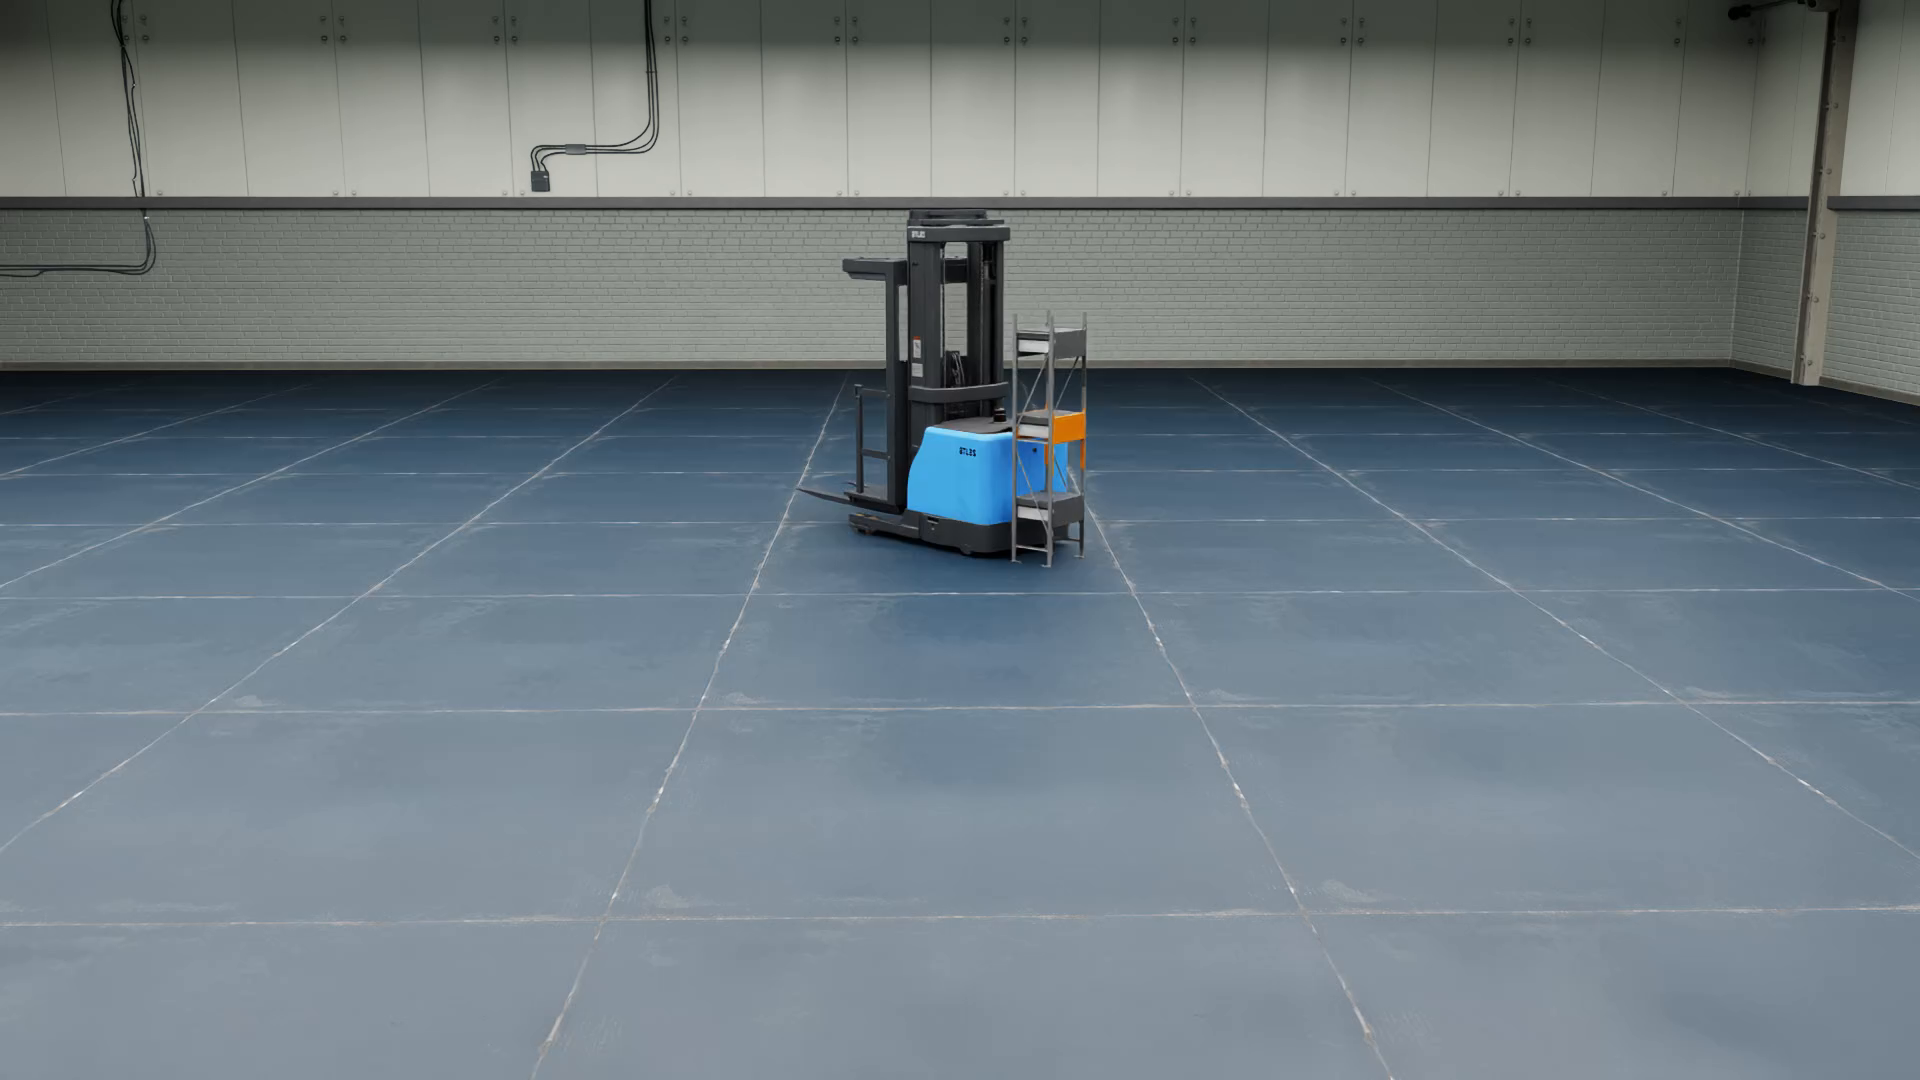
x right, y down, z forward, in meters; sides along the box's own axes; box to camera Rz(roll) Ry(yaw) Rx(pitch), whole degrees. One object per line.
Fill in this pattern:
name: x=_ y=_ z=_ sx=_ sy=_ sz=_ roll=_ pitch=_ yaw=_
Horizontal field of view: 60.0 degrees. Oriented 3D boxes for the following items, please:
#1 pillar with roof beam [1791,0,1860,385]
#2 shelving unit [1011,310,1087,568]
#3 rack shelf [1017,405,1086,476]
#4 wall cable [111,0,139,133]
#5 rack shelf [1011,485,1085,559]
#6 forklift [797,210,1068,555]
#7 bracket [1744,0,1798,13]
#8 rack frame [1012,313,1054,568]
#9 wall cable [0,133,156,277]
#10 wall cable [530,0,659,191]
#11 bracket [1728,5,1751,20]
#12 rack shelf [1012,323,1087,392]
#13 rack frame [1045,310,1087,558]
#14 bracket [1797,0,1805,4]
pillar with roof beam: x=9.925 y=-7.015 z=27.005 sx=9.100 sy=9.000 sz=0.548 roll=0 pitch=11 yaw=-1
shelving unit: x=0.750 y=-0.857 z=14.002 sx=0.431 sy=2.100 sz=0.503 roll=9 pitch=14 yaw=37
rack shelf: x=0.750 y=-0.844 z=14.004 sx=0.431 sy=0.518 sz=0.480 roll=9 pitch=14 yaw=37
wall cable: x=-13.298 y=-8.459 z=29.229 sx=3.097 sy=2.526 sz=0.112 roll=0 pitch=11 yaw=-1
rack shelf: x=0.751 y=-0.158 z=14.143 sx=0.431 sy=0.518 sz=0.480 roll=9 pitch=14 yaw=37
forklift: x=-0.376 y=-1.545 z=15.305 sx=1.130 sy=2.935 sz=3.031 roll=-10 pitch=15 yaw=-39
bracket: x=13.829 y=-9.232 z=28.877 sx=0.076 sy=0.066 sz=3.189 roll=0 pitch=11 yaw=-1
rack frame: x=0.602 y=-0.819 z=13.812 sx=0.400 sy=2.100 sz=0.015 roll=9 pitch=14 yaw=37
wall cable: x=-16.003 y=-5.973 z=29.676 sx=3.097 sy=2.526 sz=0.112 roll=0 pitch=11 yaw=-1
wall cable: x=-6.511 y=-9.197 z=29.206 sx=2.305 sy=6.003 sz=0.169 roll=0 pitch=11 yaw=-1
bracket: x=13.817 y=-9.349 z=29.456 sx=0.235 sy=0.232 sz=0.430 roll=0 pitch=11 yaw=-1
rack shelf: x=0.749 y=-1.530 z=13.865 sx=0.431 sy=0.518 sz=0.480 roll=9 pitch=14 yaw=37
rack frame: x=0.899 y=-0.896 z=14.191 sx=0.400 sy=2.100 sz=0.015 roll=9 pitch=14 yaw=37
bracket: x=13.866 y=-8.878 z=27.133 sx=0.235 sy=0.232 sz=0.430 roll=0 pitch=11 yaw=-1
